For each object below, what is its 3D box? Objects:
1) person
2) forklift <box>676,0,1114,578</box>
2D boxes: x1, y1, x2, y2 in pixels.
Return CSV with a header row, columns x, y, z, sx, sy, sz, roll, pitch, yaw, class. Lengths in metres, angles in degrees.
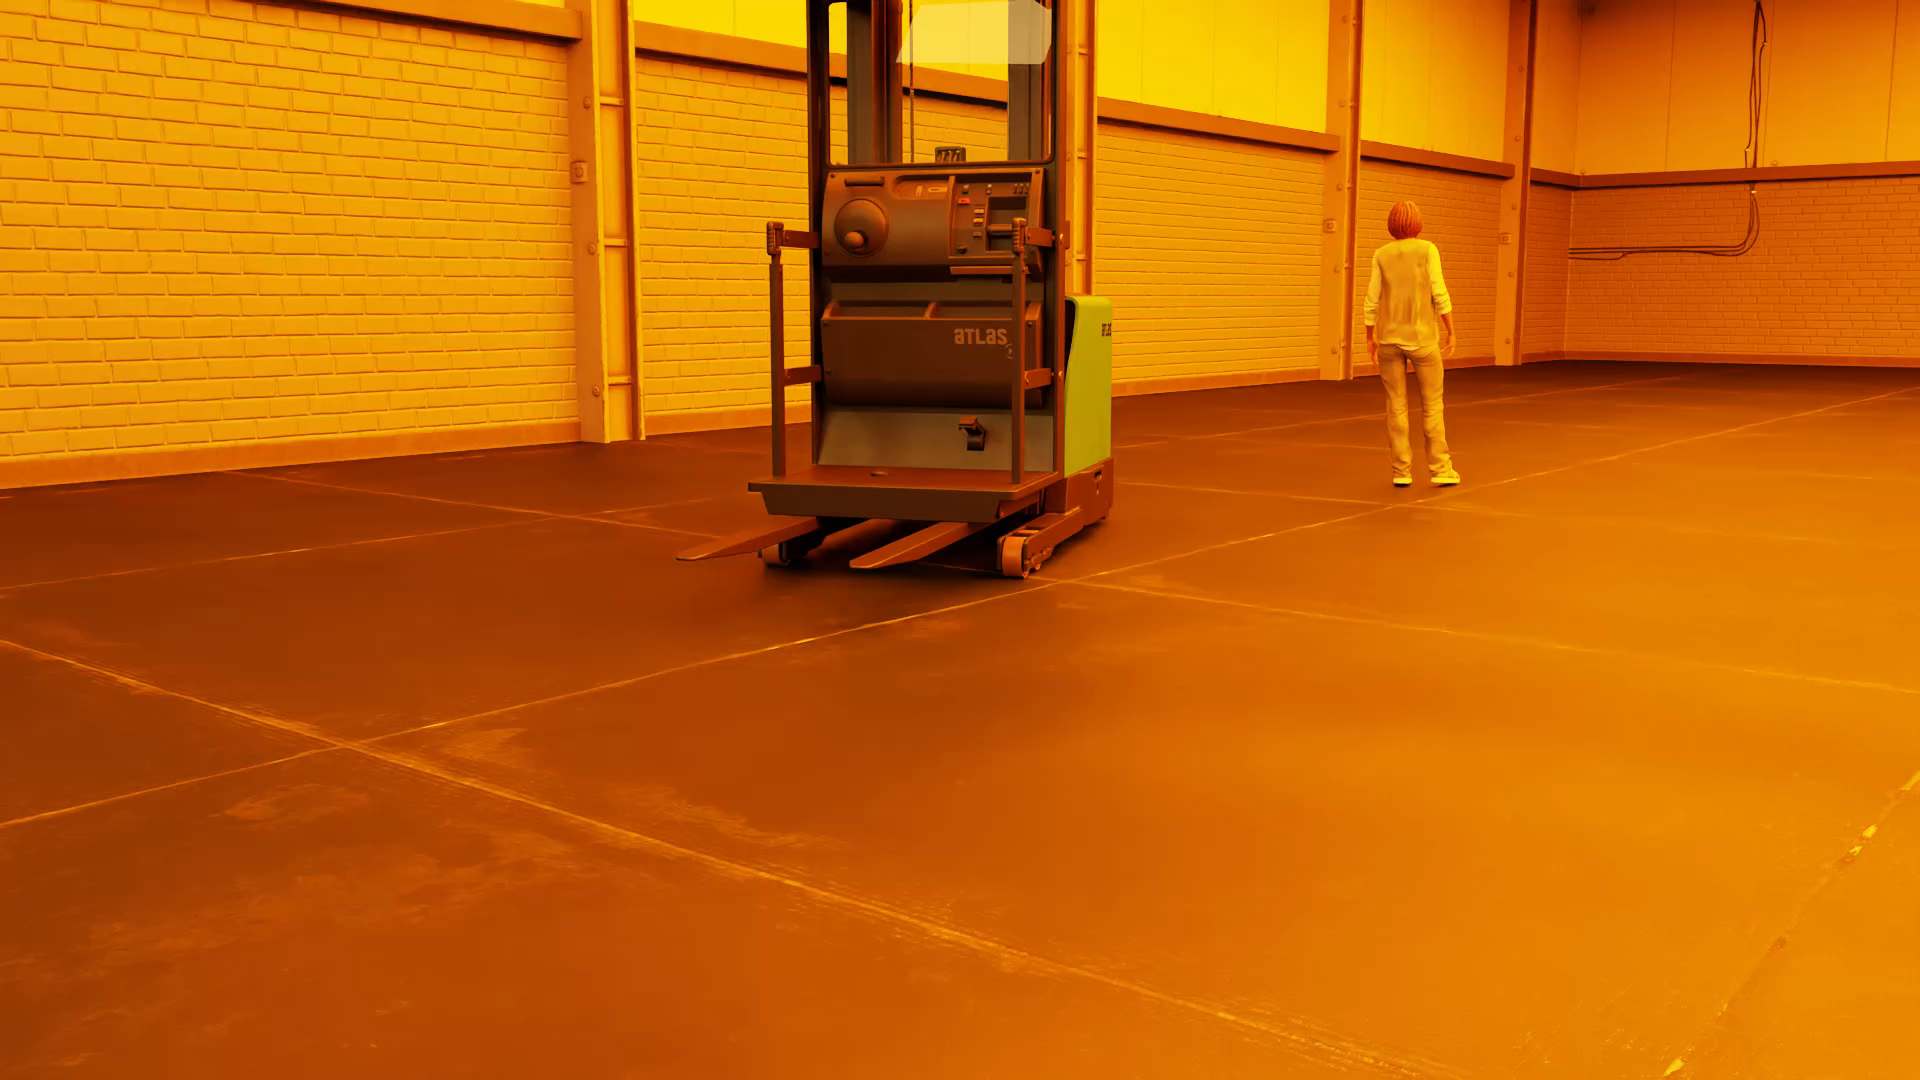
x,y,z,sx,sy,sz,roll,pitch,yaw,class
2.570,-1.112,9.436,0.519,1.599,0.473,4,9,28,person
-0.176,-1.366,6.616,1.130,2.935,3.031,3,9,17,forklift
